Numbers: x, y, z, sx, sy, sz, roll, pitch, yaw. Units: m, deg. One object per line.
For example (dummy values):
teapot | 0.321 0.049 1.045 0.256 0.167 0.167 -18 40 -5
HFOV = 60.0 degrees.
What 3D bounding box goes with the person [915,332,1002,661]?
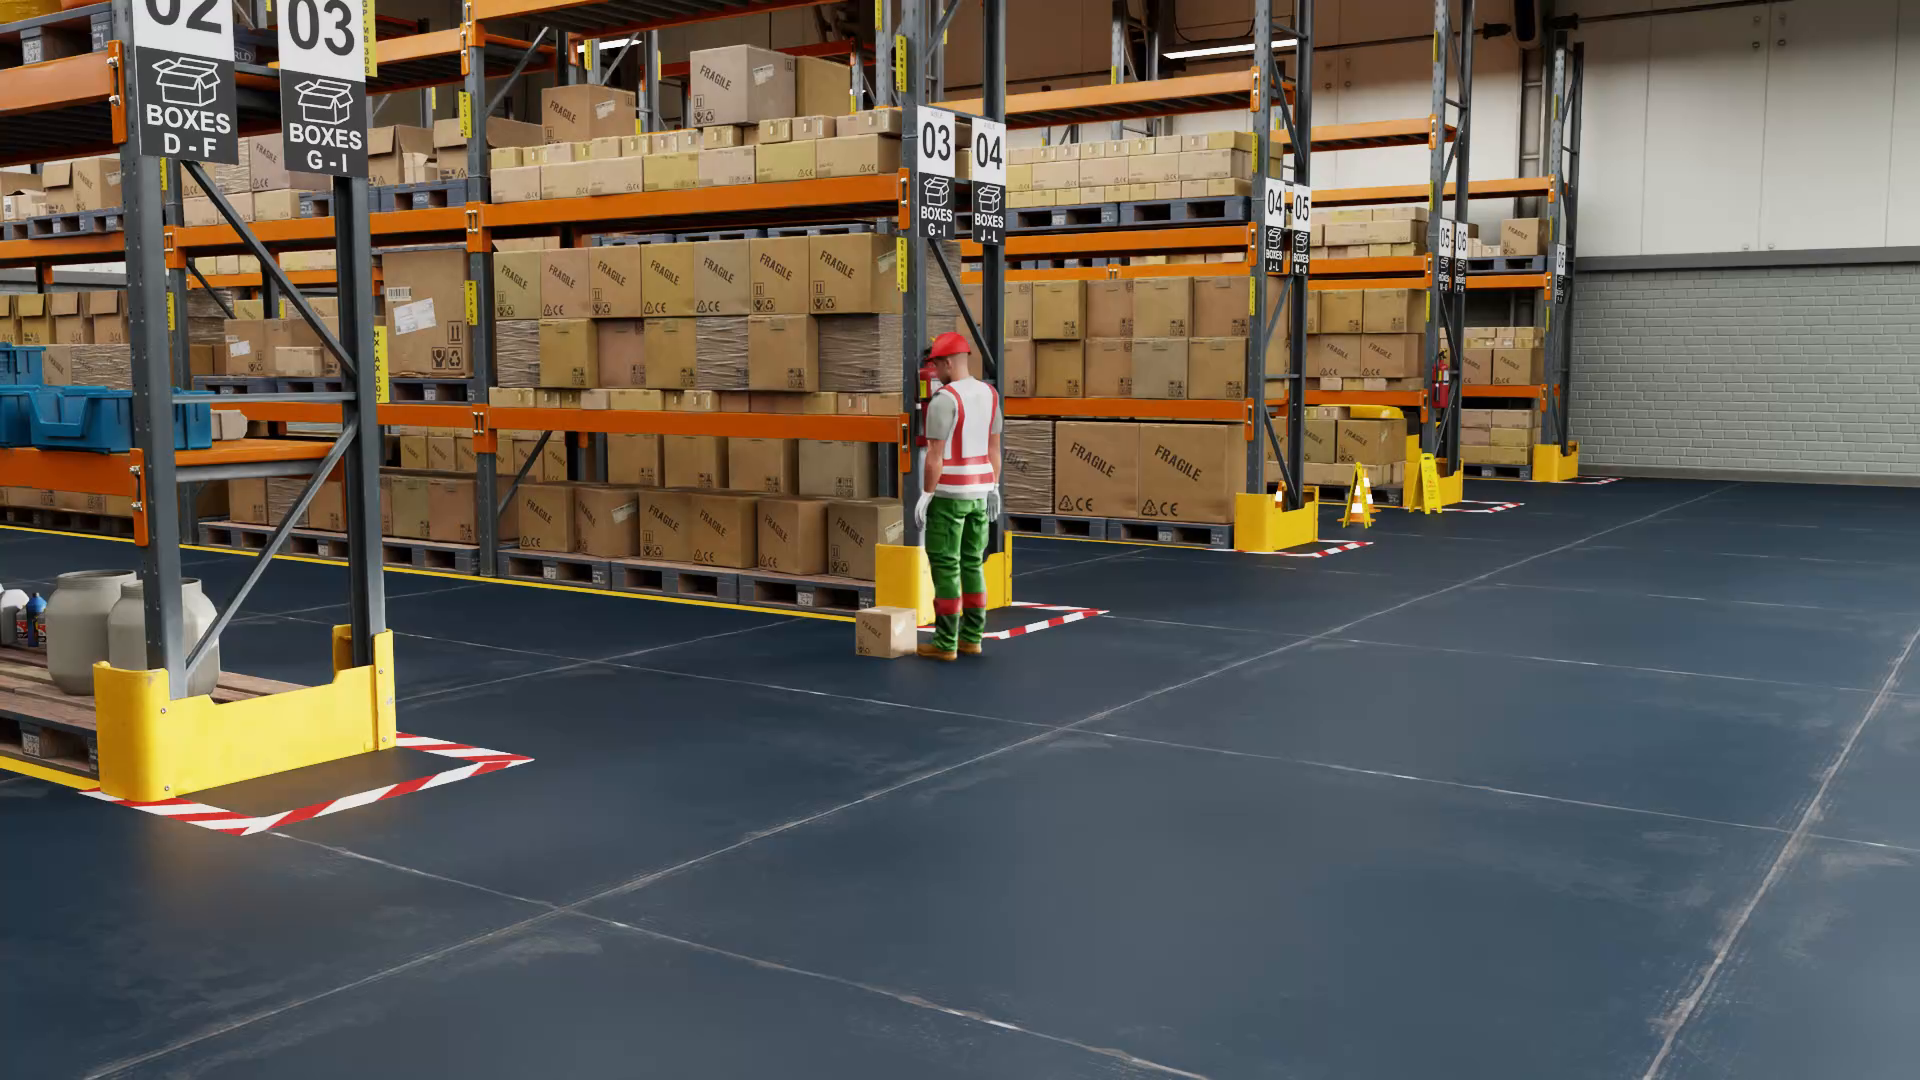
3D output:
person | -0.054 -0.236 9.110 0.459 1.792 0.567 6 8 42
